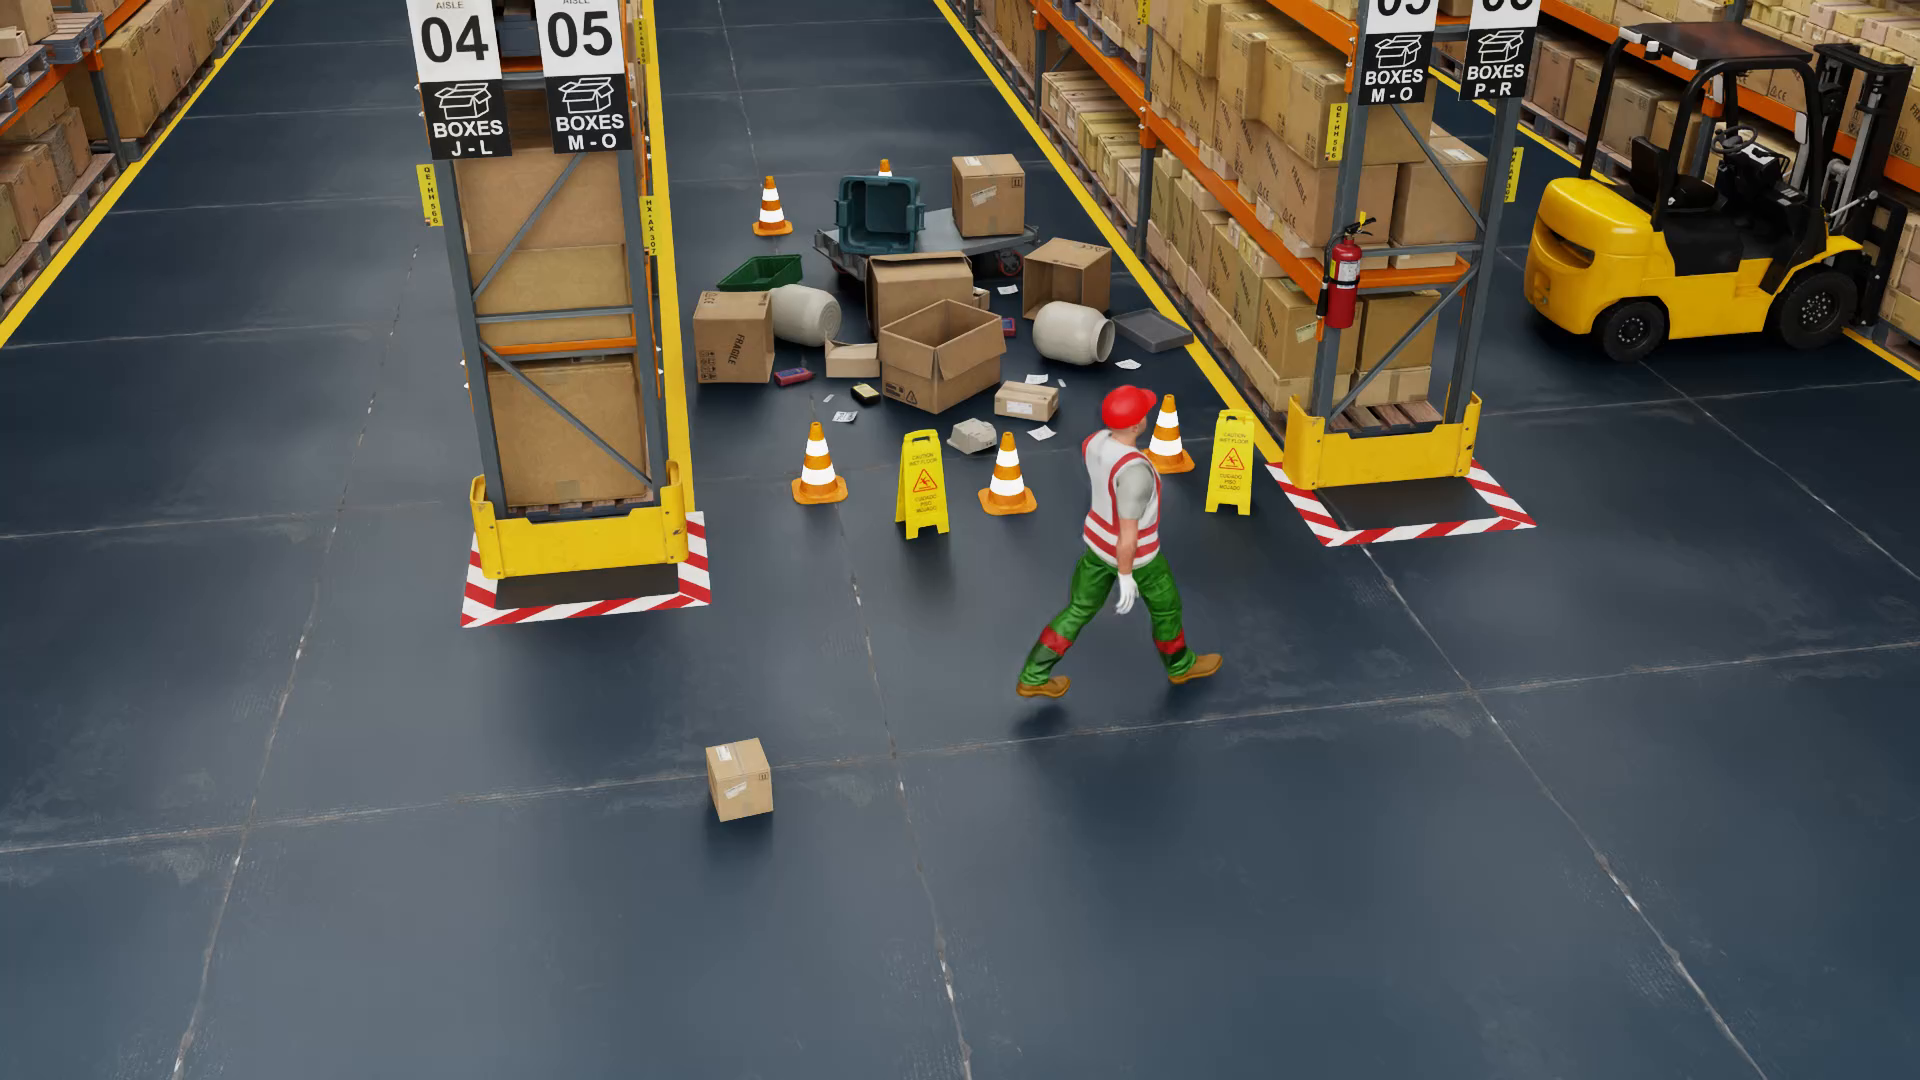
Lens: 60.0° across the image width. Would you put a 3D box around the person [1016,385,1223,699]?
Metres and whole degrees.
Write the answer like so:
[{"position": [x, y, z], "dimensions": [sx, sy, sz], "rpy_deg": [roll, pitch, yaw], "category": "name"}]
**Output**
[{"position": [0.814, 0.017, 8.100], "dimensions": [1.099, 1.738, 0.584], "rpy_deg": [-16, 34, -26], "category": "person"}]
